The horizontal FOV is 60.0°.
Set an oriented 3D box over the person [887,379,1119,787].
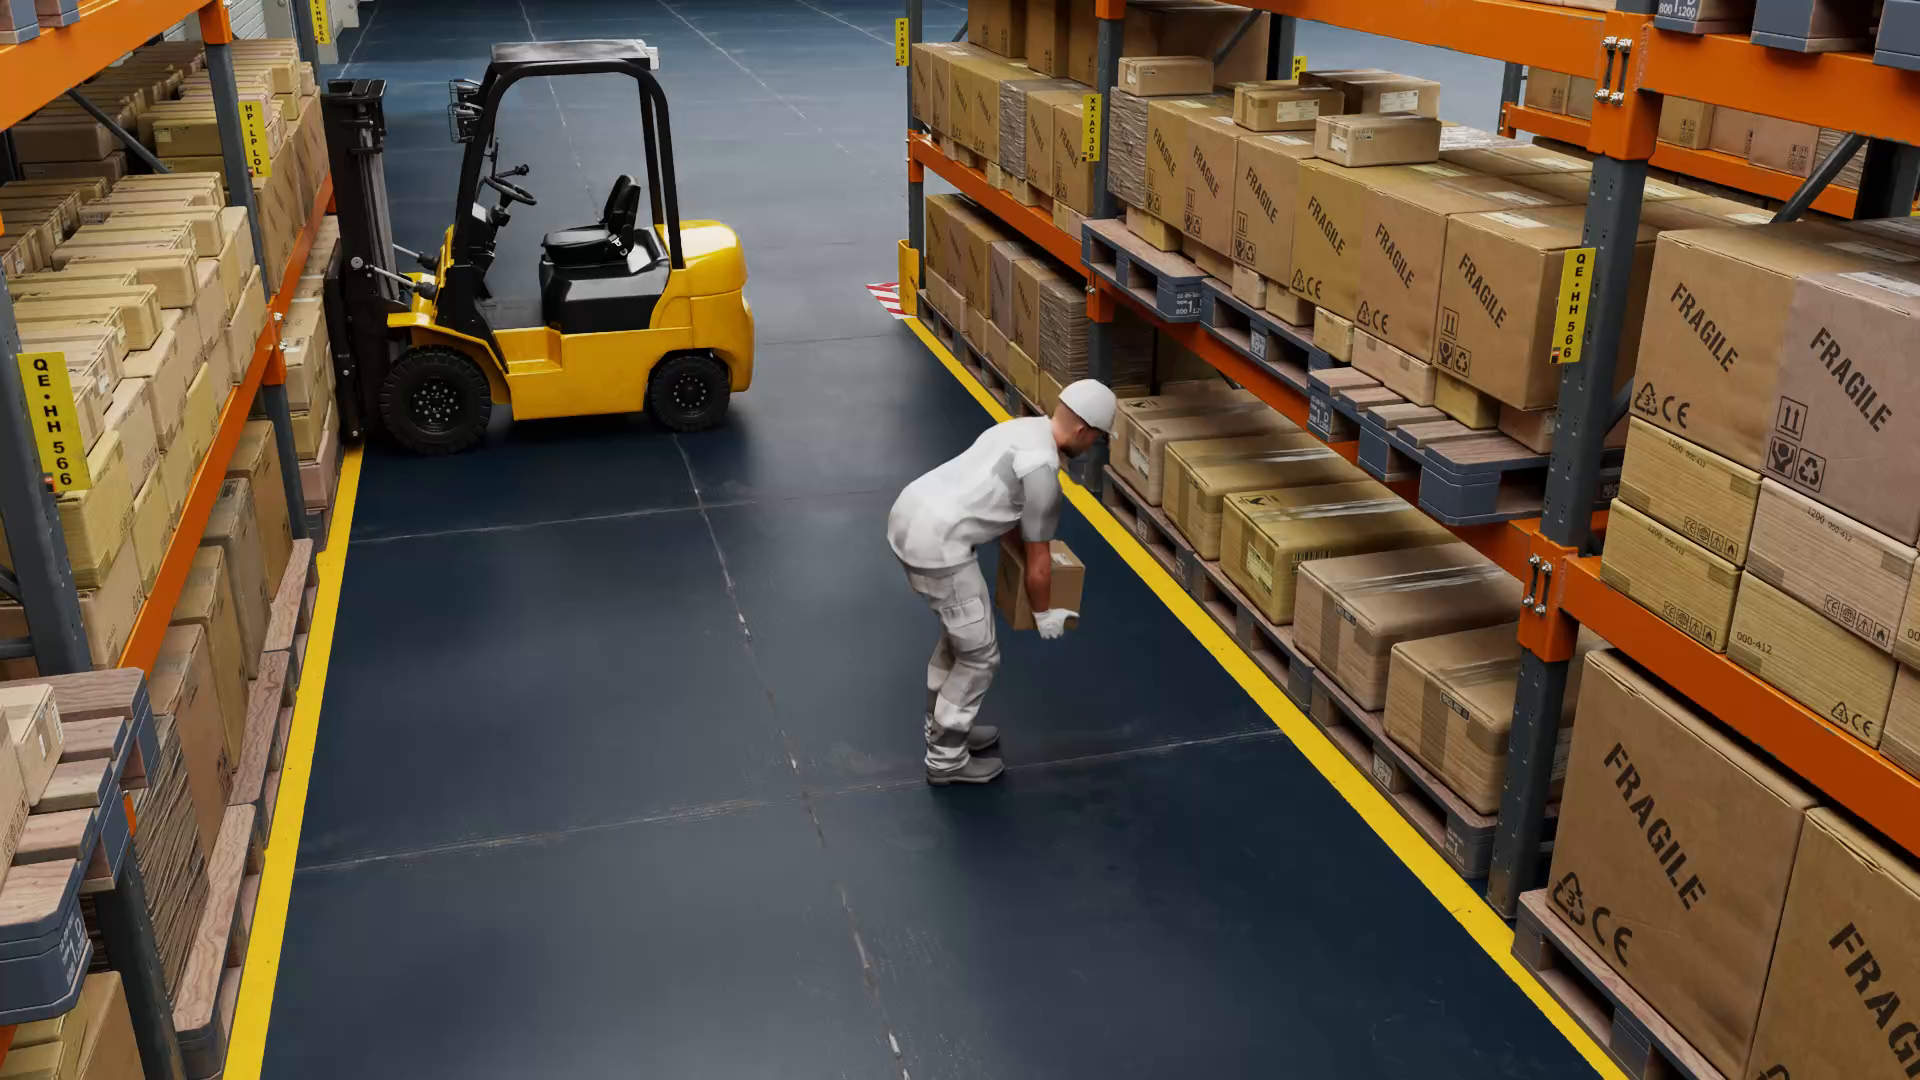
[{"bbox_3d":[0.168,0.145,6.123,0.856,1.472,0.482,-7,24,-16],"label":"person"}]
